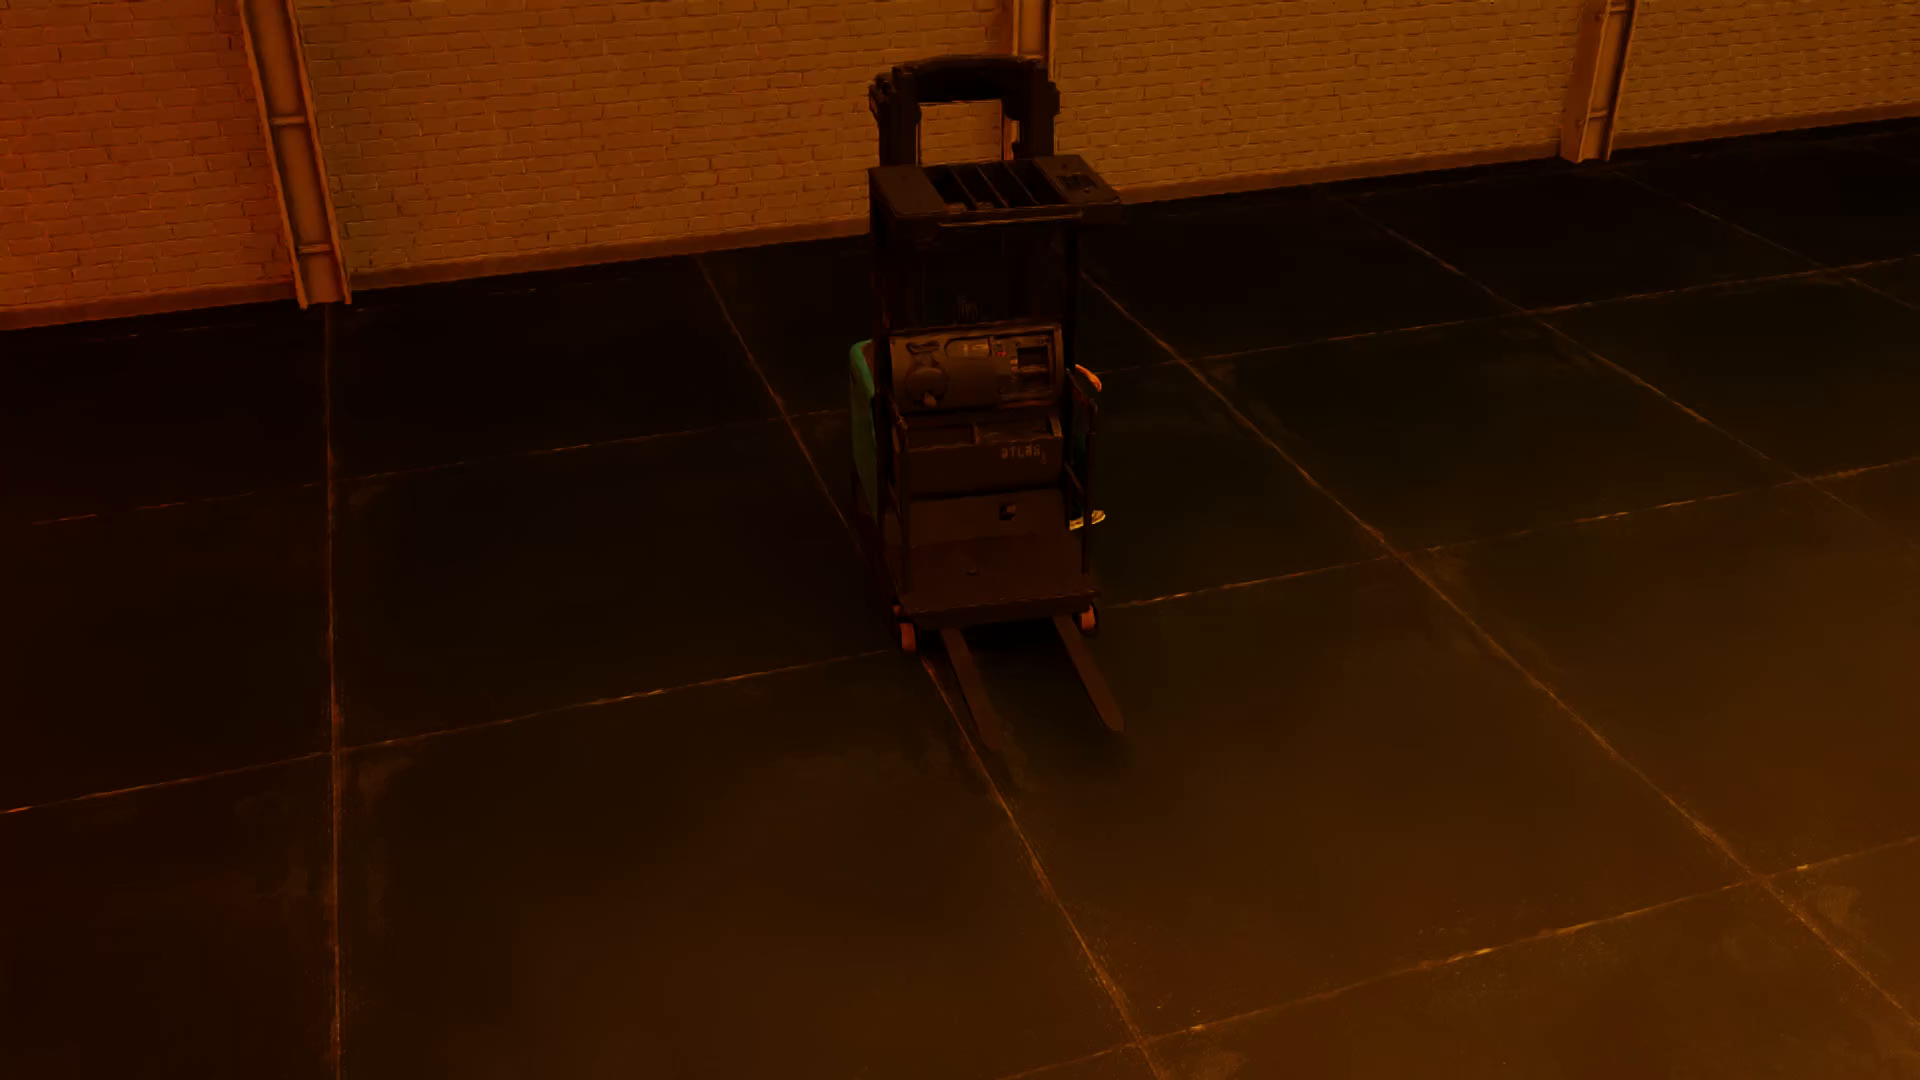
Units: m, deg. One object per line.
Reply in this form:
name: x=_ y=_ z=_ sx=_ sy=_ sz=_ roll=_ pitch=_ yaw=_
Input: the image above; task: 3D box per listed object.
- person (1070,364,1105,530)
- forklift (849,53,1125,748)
person: x=0.508 y=-0.727 z=9.782 sx=0.756 sy=1.492 sz=0.574 roll=-18 pitch=35 yaw=-28
forklift: x=0.139 y=-0.869 z=8.598 sx=1.130 sy=2.935 sz=3.031 roll=-6 pitch=30 yaw=-11
